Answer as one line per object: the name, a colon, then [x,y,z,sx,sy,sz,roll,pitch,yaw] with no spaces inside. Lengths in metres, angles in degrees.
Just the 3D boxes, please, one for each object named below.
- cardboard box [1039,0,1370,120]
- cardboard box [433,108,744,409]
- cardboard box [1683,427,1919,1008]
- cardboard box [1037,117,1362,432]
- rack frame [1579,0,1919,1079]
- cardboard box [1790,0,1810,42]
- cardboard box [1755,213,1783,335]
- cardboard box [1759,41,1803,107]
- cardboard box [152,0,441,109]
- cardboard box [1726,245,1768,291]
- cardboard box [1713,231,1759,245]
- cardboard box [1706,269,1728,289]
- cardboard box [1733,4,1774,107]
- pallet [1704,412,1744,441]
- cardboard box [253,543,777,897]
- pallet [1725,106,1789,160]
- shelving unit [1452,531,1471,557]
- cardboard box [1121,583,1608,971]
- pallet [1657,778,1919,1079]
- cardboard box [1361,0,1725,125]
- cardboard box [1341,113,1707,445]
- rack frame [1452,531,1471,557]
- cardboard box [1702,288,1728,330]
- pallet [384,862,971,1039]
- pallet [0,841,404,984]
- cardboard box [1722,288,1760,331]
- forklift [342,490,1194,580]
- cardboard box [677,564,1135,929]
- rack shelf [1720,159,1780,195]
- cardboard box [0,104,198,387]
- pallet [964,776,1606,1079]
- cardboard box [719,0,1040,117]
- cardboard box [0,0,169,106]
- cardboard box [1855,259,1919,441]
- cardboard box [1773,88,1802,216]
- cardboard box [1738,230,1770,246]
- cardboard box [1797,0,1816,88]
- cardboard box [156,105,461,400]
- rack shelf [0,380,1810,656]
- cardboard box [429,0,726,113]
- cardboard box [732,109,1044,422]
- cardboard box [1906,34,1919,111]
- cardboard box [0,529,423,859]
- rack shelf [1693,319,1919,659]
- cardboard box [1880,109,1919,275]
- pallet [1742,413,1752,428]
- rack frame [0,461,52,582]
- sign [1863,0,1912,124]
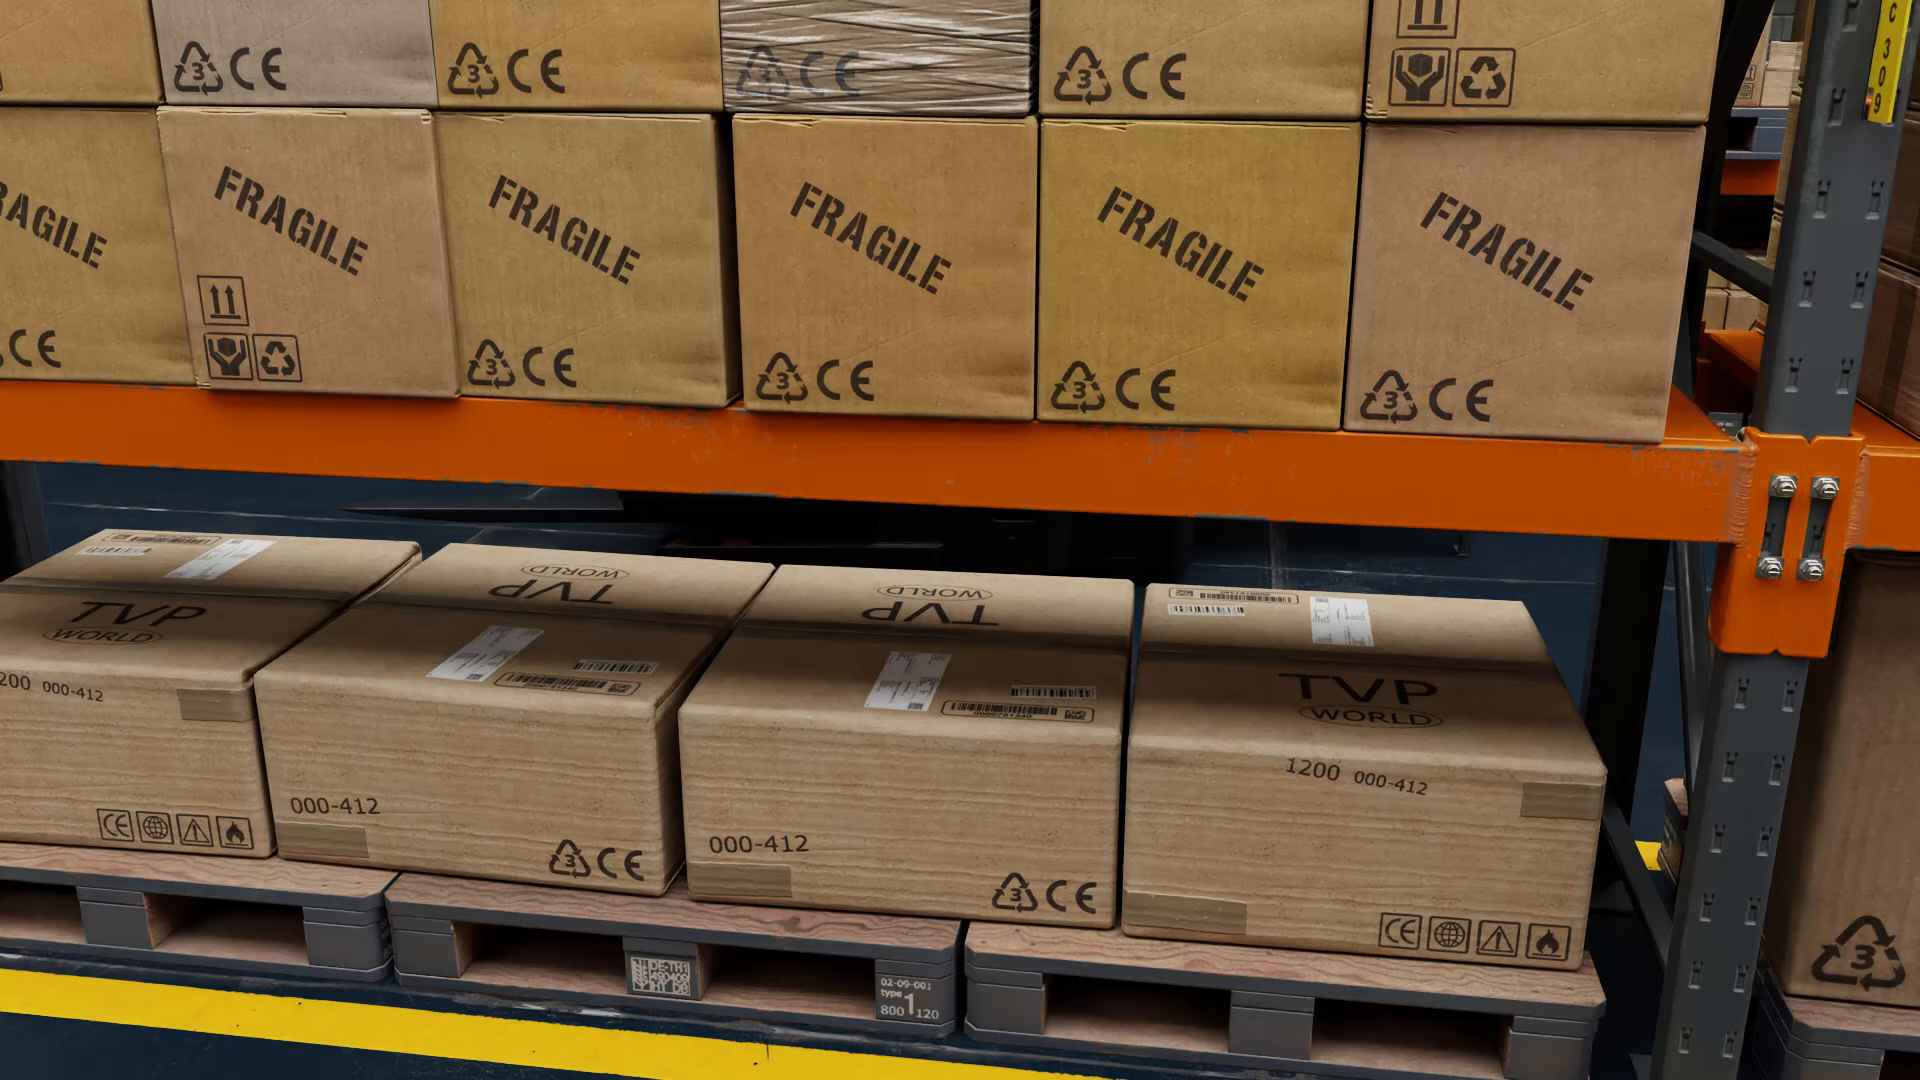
cardboard box: [0.407,-0.974,2.754,0.500,0.500,0.500,3,19,8]
cardboard box: [-0.604,-0.554,3.074,0.500,0.500,0.500,4,19,10]
cardboard box: [2.042,0.327,3.285,0.875,0.875,0.875,4,19,10]
cardboard box: [0.409,-0.502,2.919,0.500,0.500,0.500,2,19,7]
rack frame: [1.417,-0.487,3.032,0.127,3.000,1.000,3,19,9]
cardboard box: [3.929,-2.129,7.120,0.500,0.500,0.700,3,19,8]
cardboard box: [1.900,-0.473,3.225,0.500,0.250,0.500,2,19,7]
cardboard box: [3.511,-1.988,7.067,0.258,0.266,0.396,4,19,11]
cardboard box: [-1.083,-1.050,2.979,0.500,0.500,0.500,3,19,8]
cardboard box: [3.567,-1.230,7.506,0.250,0.149,0.380,3,19,9]
cardboard box: [3.632,-1.379,7.953,0.250,0.149,0.380,3,19,10]
cardboard box: [3.326,-1.254,7.579,0.250,0.149,0.380,3,19,8]
cardboard box: [3.154,-2.169,7.238,0.500,0.500,0.700,3,19,9]
pallet: [3.009,-0.691,8.036,1.213,0.211,1.003,3,19,9]
cardboard box: [-0.960,0.373,3.839,0.875,0.438,0.875,3,19,10]
pallet: [2.972,-1.877,7.489,1.213,0.211,1.003,3,19,9]
shelving unit: [1.349,-0.729,6.118,1.048,1.500,0.538,0,19,0]
cardboard box: [0.814,0.463,3.567,0.875,0.438,0.875,3,19,8]
pallet: [2.191,0.850,3.429,1.213,0.211,1.003,3,19,9]
cardboard box: [0.907,-0.946,2.670,0.500,0.500,0.500,3,19,8]
cardboard box: [0.918,-0.478,2.847,0.500,0.500,0.500,3,19,9]
rack frame: [1.857,-0.728,6.114,0.032,1.500,0.500,0,19,0]
cardboard box: [3.170,-0.938,7.656,0.500,0.500,0.500,3,19,8]
pallet: [-0.530,0.712,3.844,1.213,0.211,1.003,3,19,9]
pallet: [-1.731,0.649,4.029,1.213,0.211,1.003,3,19,9]
cardboard box: [3.662,-0.911,7.577,0.500,0.500,0.500,2,19,7]
forklift: [-0.691,-1.392,5.843,3.031,2.935,1.130,0,19,0]
cardboard box: [-0.070,0.418,3.701,0.875,0.438,0.875,2,19,7]
rack shelf: [4.175,-1.601,7.494,4.000,0.370,1.077,3,19,9]
cardboard box: [-1.600,-0.605,3.227,0.500,0.500,0.500,3,19,8]
pallet: [0.678,0.772,3.662,1.213,0.211,1.003,3,19,9]
cardboard box: [-0.097,-0.997,2.822,0.500,0.500,0.500,3,19,9]
cardboard box: [-1.593,-1.073,3.049,0.500,0.500,0.500,2,19,7]
cardboard box: [1.809,-0.311,2.743,0.500,0.250,0.500,2,19,7]
cardboard box: [1.891,-0.707,3.138,0.500,0.250,0.500,3,19,9]
cardboard box: [3.894,-1.384,7.967,0.250,0.149,0.380,3,19,9]
cardboard box: [1.898,-1.065,3.026,0.500,0.500,0.500,4,19,10]
cardboard box: [-1.101,-0.574,3.134,0.500,0.500,0.500,3,19,8]
rack shelf: [-0.558,-0.247,3.447,4.000,0.370,1.077,3,19,9]
cardboard box: [-0.590,-1.025,2.905,0.500,0.500,0.500,3,19,9]
cardboard box: [-0.089,-0.523,2.981,0.500,0.500,0.500,3,19,8]
cardboard box: [1.806,-0.897,2.522,0.500,0.500,0.500,3,19,9]
cardboard box: [-1.865,0.329,3.968,0.875,0.438,0.875,2,19,7]
rack shelf: [3.391,-0.046,2.846,4.000,0.370,1.077,3,19,9]
cardboard box: [1.806,-0.543,2.647,0.500,0.250,0.500,2,19,7]
pallet: [4.218,-0.630,7.855,1.213,0.211,1.003,3,19,9]
rack frame: [-2.533,-0.689,3.634,0.127,3.000,1.000,3,19,9]
sign: [1.330,-0.762,2.363,0.005,0.325,0.100,3,19,9]
